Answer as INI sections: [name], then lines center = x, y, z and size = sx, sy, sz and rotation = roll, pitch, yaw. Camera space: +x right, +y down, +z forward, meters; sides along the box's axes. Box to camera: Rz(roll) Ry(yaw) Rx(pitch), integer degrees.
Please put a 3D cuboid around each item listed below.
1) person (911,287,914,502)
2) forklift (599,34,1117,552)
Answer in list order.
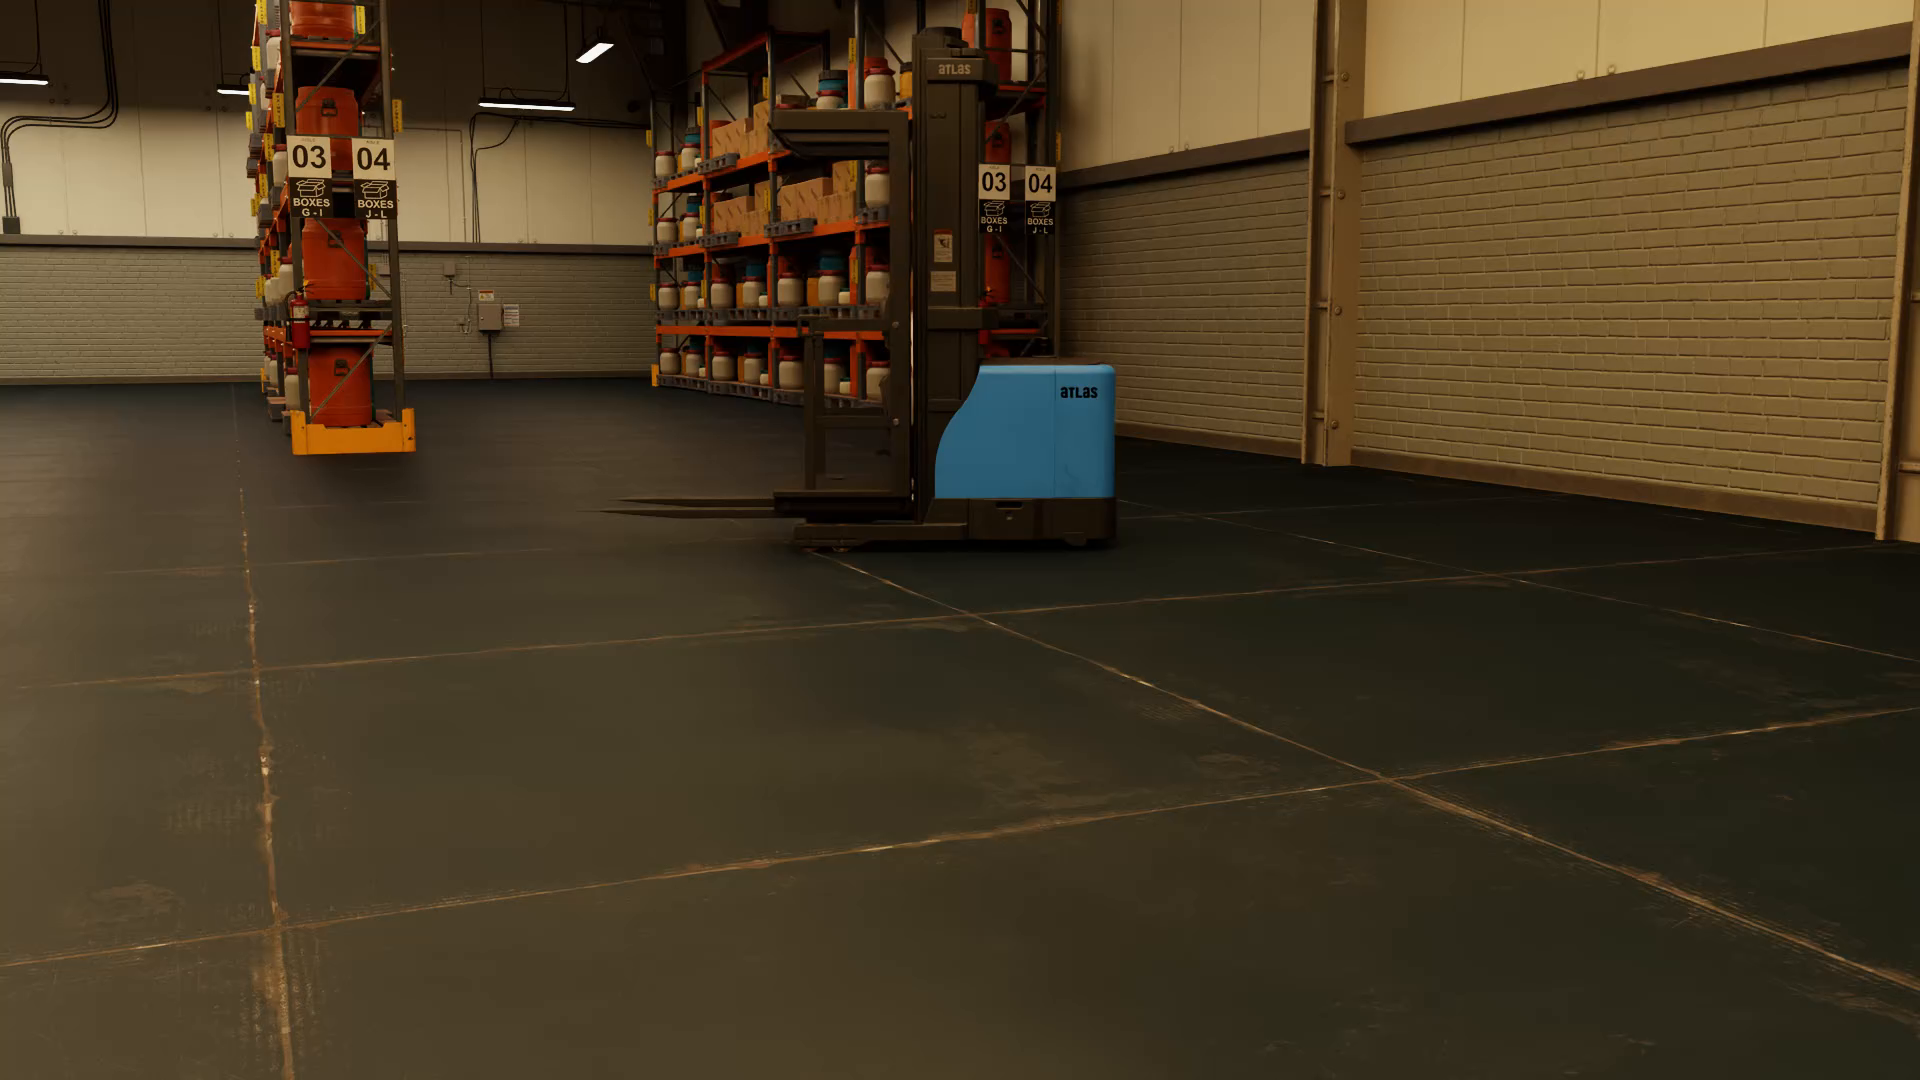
[person]
center = -0.312, -1.072, 12.217
size = 0.371, 1.589, 0.523
rotation = -1, 8, -10
[forklift]
center = -0.610, -1.451, 9.948
size = 3.031, 2.935, 1.130
rotation = 0, 8, -1
